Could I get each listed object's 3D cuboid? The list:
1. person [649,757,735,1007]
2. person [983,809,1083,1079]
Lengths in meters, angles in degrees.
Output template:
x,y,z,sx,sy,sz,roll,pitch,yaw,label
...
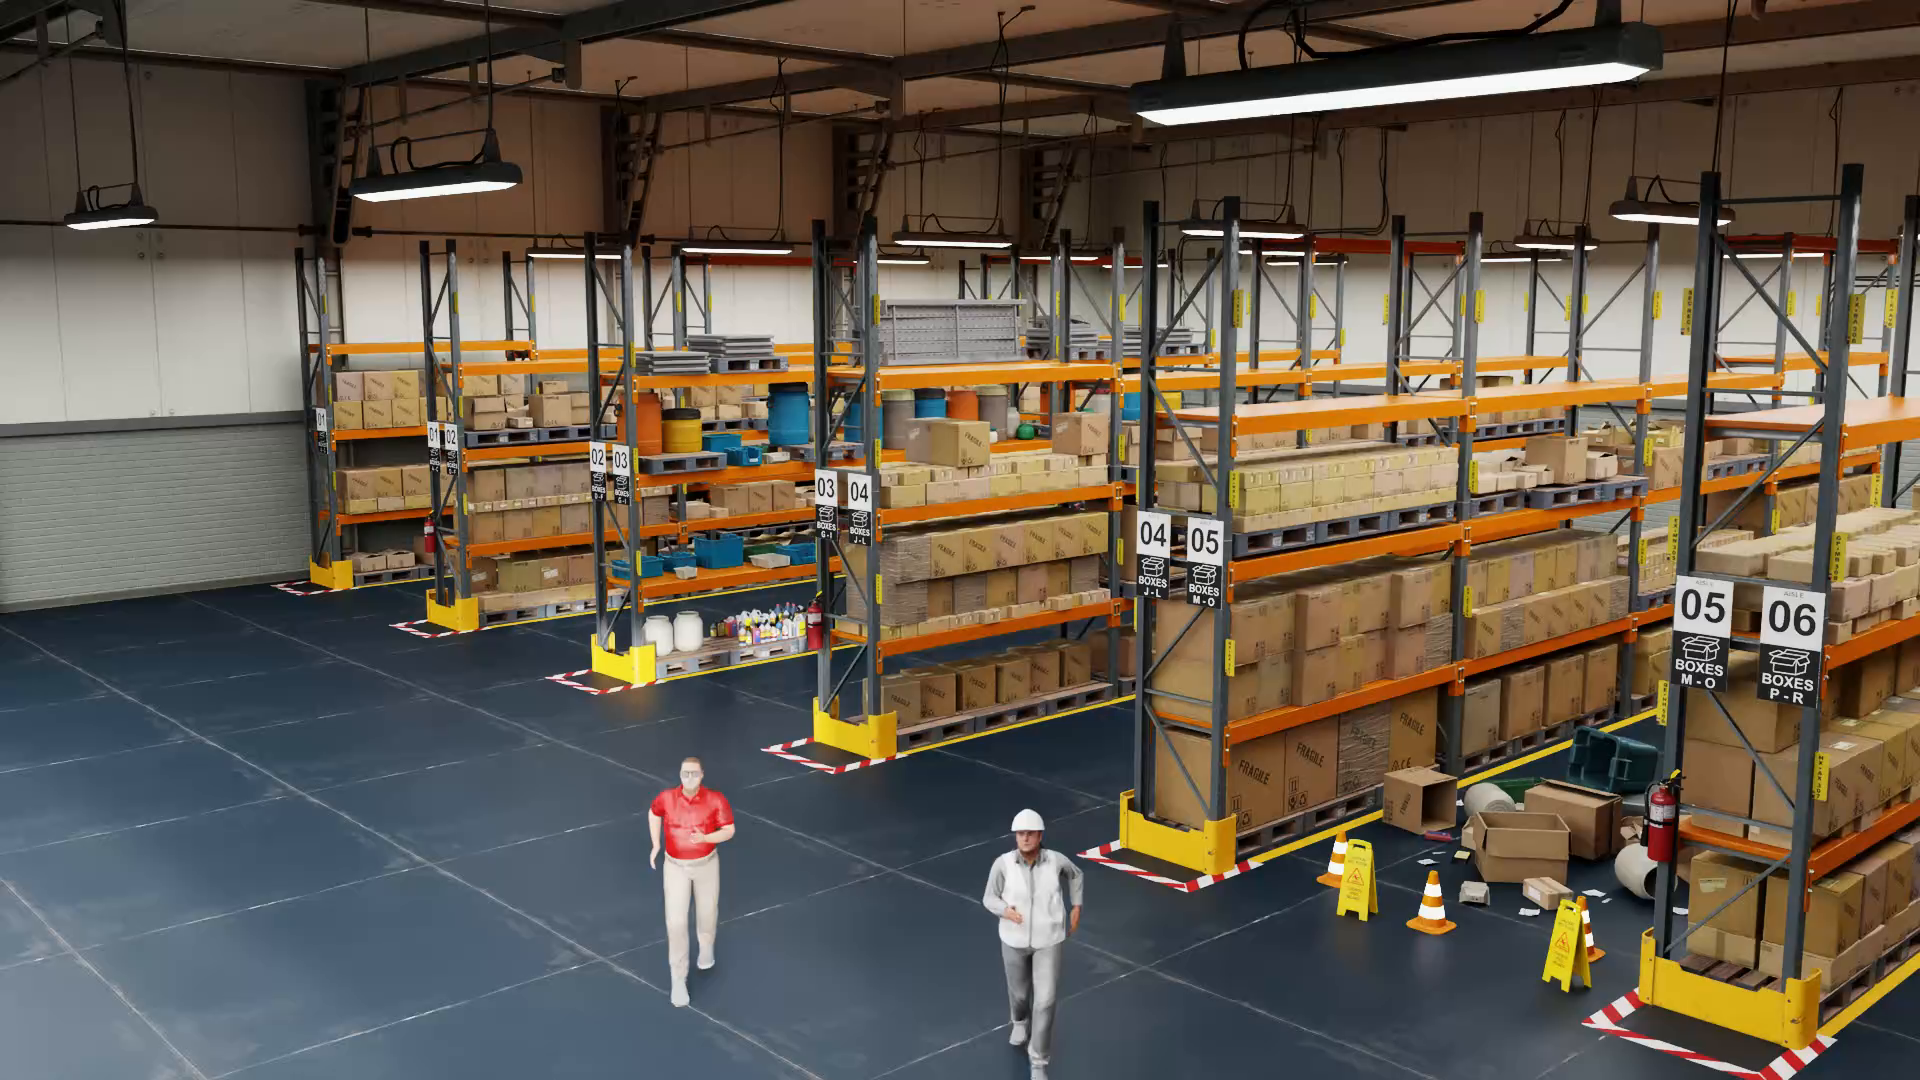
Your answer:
x,y,z,sx,sy,sz,roll,pitch,yaw,label
-2.006,2.498,12.474,0.640,1.788,0.837,-1,8,-9,person
0.481,2.682,11.102,0.659,1.789,0.877,1,8,6,person
